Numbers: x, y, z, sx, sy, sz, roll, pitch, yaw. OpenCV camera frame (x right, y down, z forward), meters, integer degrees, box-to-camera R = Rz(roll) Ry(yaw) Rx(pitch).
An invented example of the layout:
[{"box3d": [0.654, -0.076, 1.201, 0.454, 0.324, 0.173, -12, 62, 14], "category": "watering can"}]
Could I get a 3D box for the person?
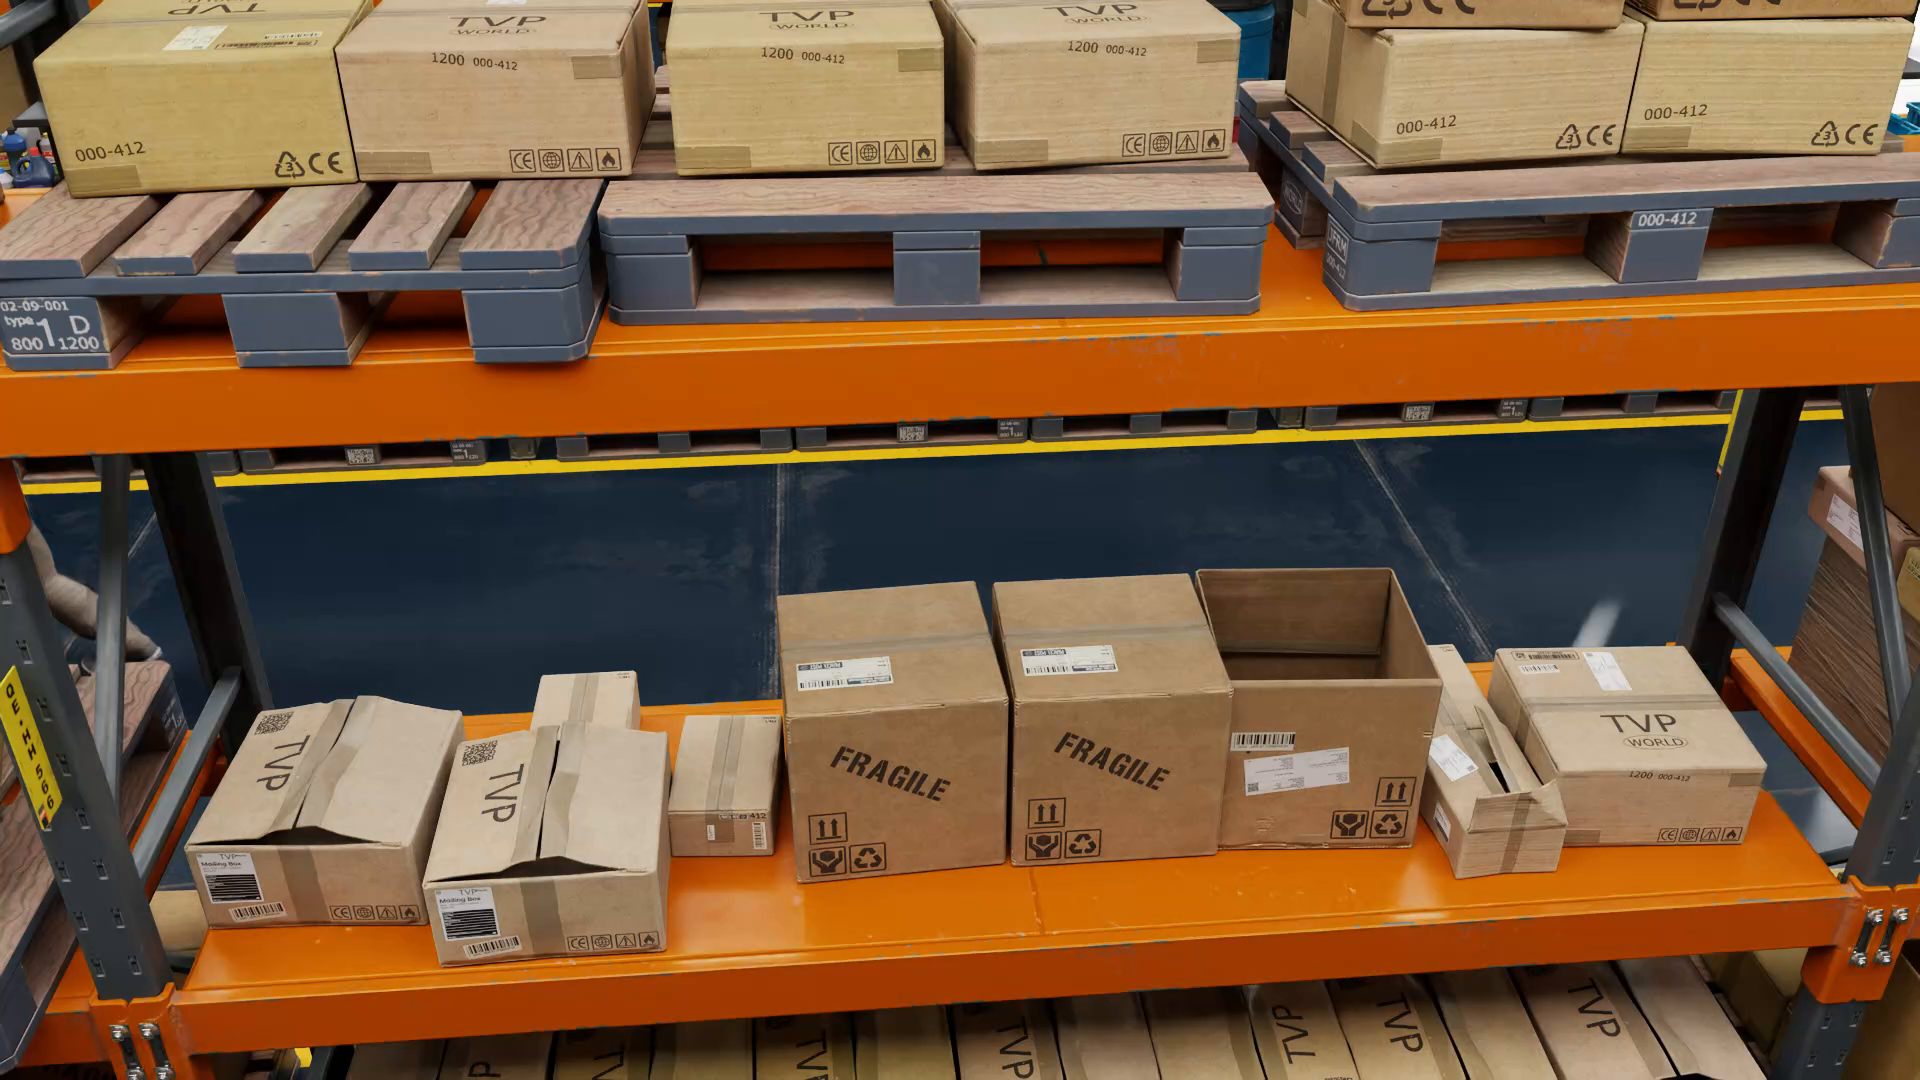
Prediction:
[{"box3d": [-3.764, -0.078, 6.279, 1.043, 1.675, 0.531, -3, 31, -5], "category": "person"}]
